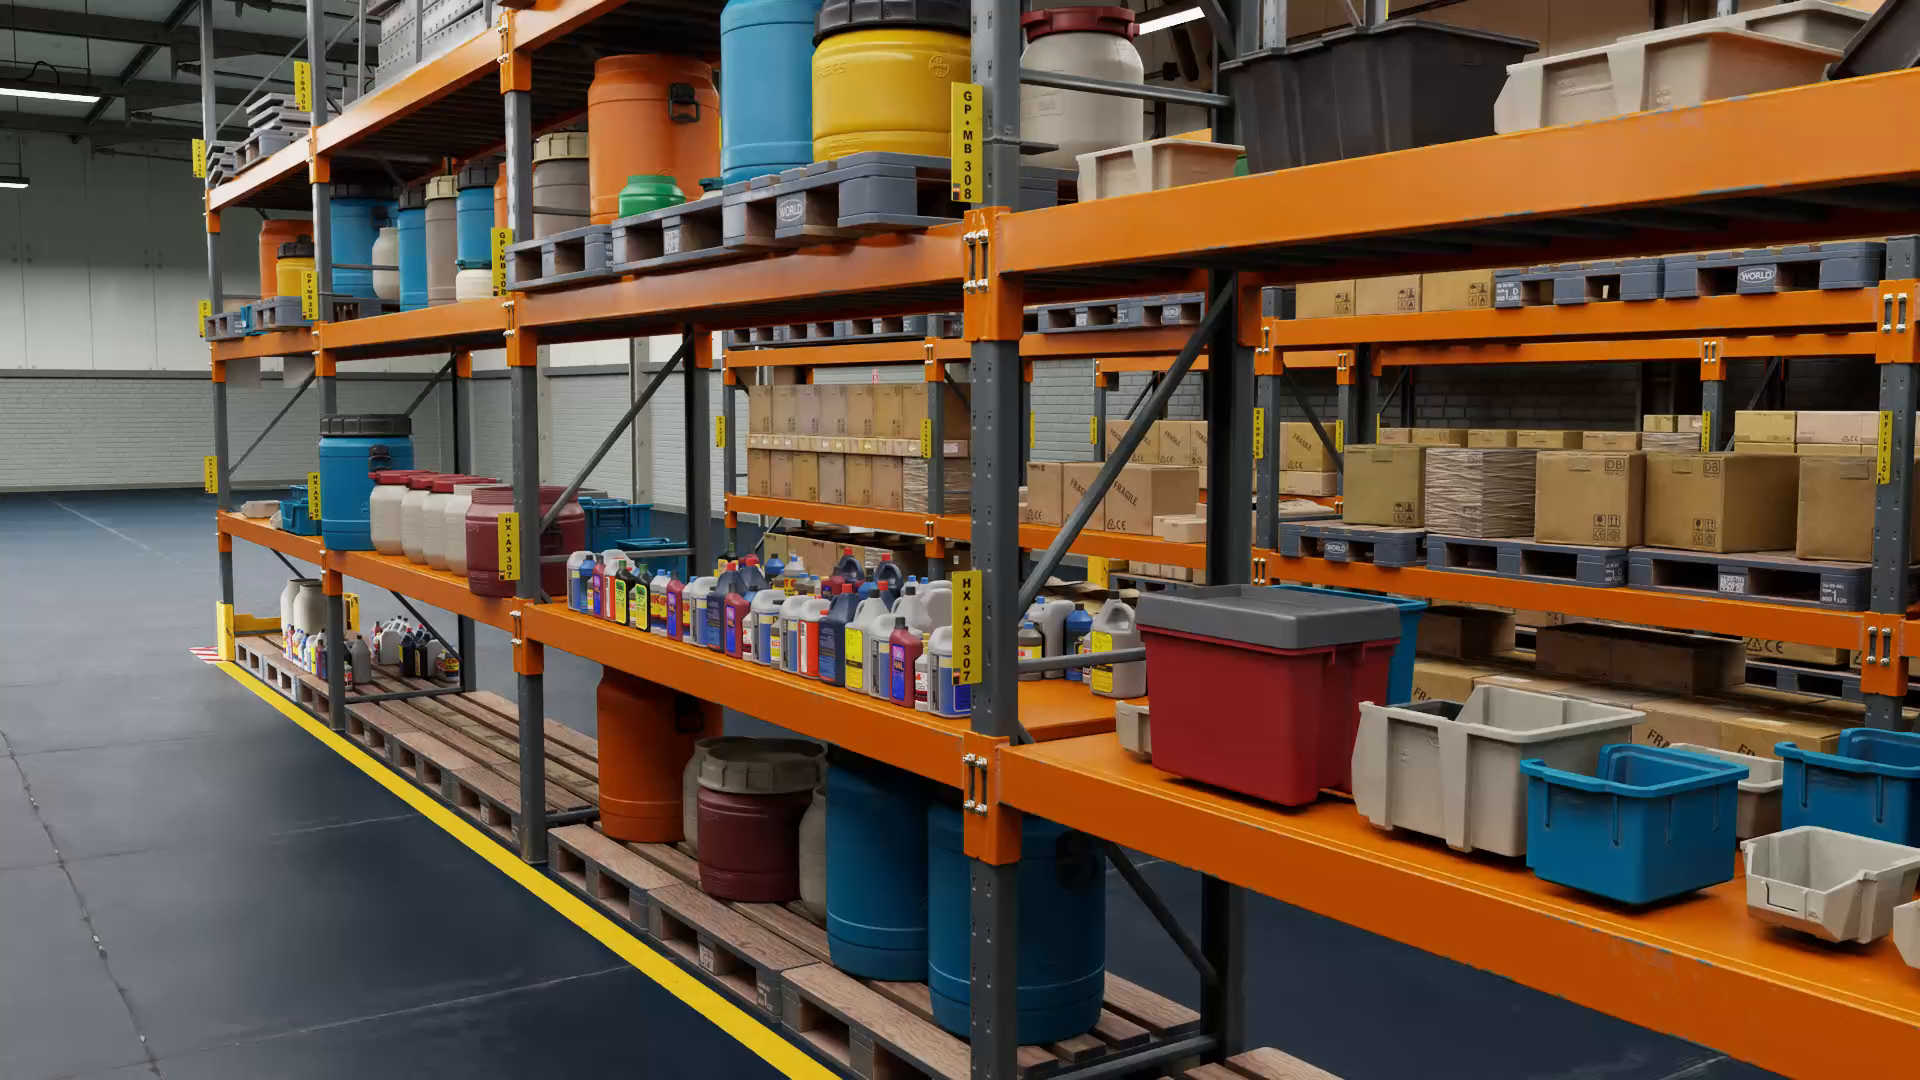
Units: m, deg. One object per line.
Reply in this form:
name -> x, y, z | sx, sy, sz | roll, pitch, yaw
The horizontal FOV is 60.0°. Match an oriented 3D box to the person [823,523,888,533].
person -> -1.174, 0.224, 19.014 | 0.908, 0.974, 0.454 | 2, 5, 24
